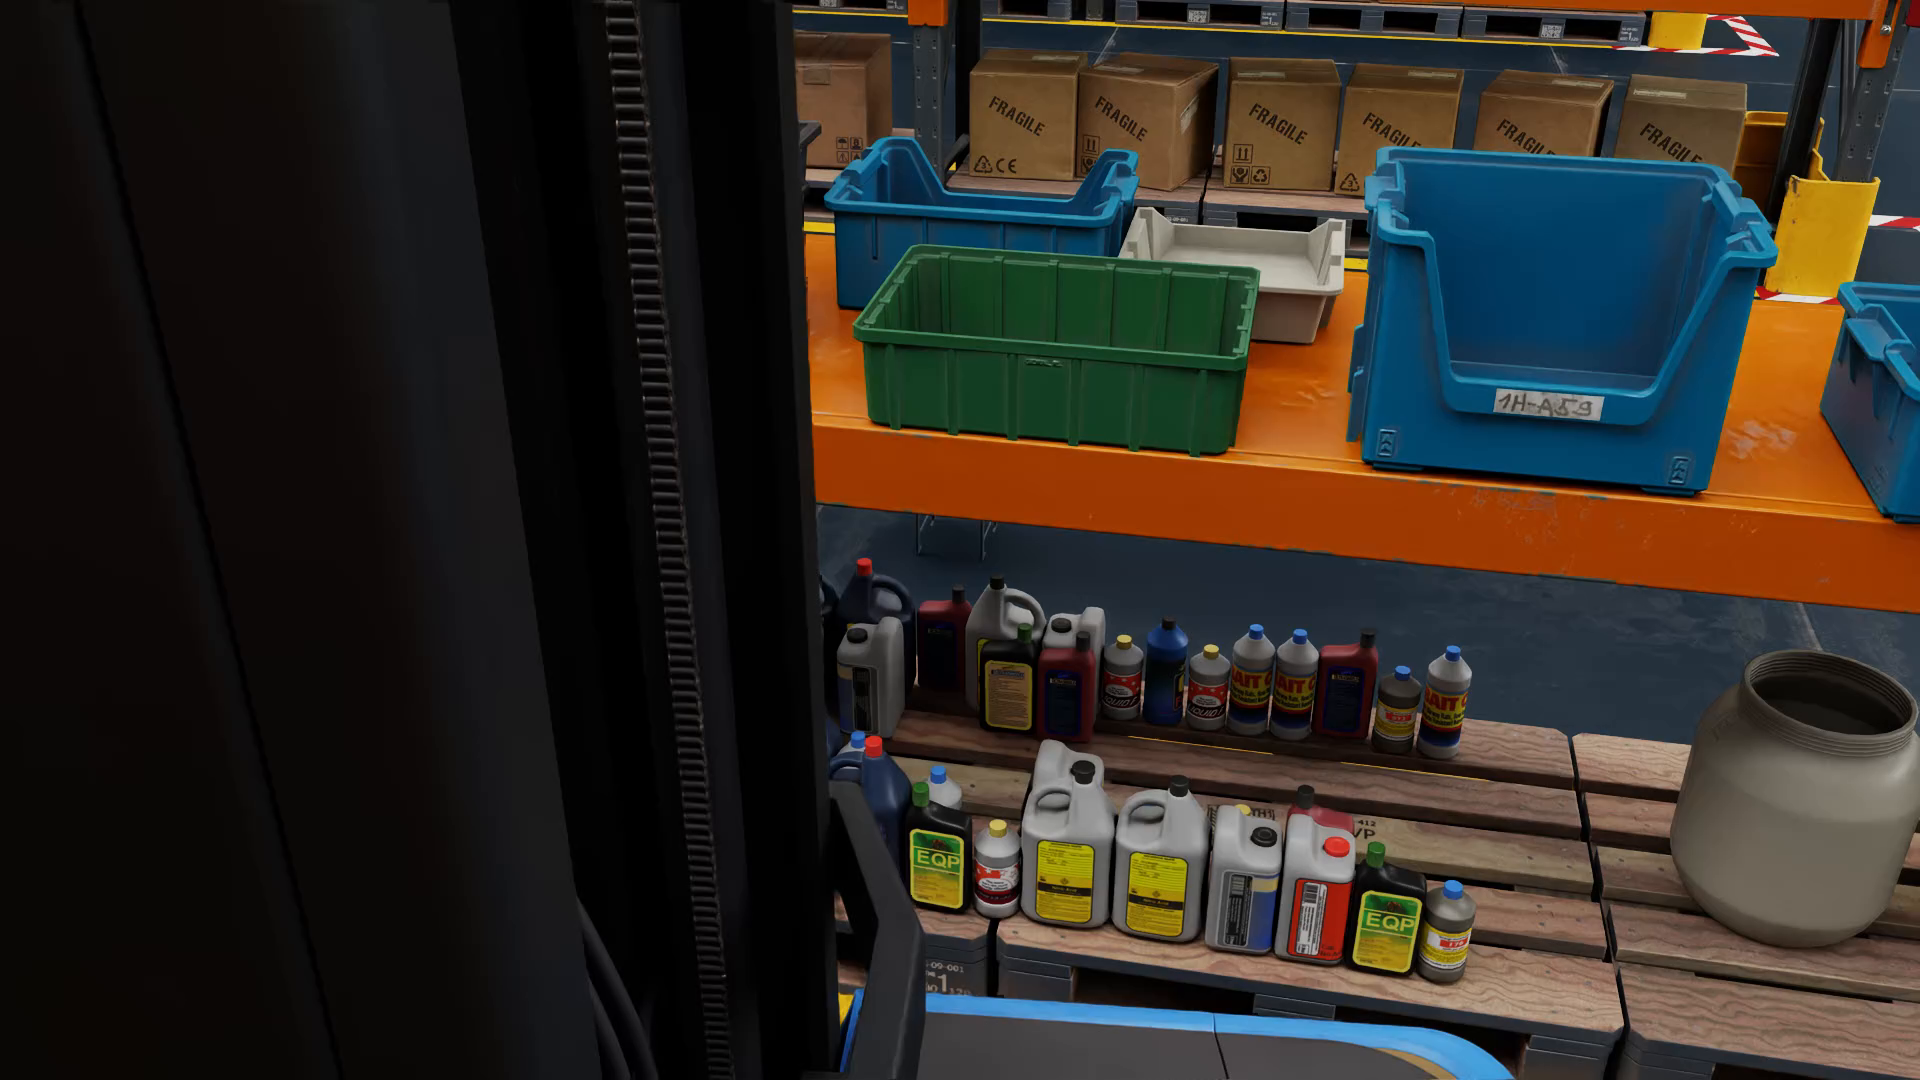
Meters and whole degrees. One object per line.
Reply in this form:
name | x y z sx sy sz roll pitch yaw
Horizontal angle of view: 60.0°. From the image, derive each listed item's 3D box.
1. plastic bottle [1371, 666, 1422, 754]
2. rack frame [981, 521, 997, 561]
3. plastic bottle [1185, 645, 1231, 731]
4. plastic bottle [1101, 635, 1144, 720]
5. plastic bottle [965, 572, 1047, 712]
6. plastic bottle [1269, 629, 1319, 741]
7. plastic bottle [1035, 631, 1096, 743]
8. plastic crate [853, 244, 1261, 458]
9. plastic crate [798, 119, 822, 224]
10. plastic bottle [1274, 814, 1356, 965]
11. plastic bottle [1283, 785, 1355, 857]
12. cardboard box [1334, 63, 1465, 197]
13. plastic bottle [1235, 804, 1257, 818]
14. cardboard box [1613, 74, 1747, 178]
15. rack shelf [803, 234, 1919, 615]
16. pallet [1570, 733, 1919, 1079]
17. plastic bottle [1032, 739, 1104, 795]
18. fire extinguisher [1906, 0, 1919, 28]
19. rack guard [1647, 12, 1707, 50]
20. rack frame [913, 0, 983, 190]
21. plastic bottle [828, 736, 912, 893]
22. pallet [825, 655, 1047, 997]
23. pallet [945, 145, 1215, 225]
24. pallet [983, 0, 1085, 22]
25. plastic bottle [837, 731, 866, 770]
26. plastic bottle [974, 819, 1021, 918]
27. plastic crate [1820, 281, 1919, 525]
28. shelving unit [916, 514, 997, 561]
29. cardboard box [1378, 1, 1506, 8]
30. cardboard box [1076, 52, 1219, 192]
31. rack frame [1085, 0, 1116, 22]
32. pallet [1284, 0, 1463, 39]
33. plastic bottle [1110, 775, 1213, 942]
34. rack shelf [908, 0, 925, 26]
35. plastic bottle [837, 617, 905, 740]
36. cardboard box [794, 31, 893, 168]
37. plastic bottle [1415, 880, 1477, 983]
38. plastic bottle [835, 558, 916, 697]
plastic bottle | 1.019 0.387 3.875 0.097 0.201 0.097 0 29 0
rack frame | 0.091 -0.385 5.017 0.006 0.900 0.240 6 29 11
plastic bottle | 0.591 0.343 3.956 0.097 0.201 0.097 0 29 0
plastic bottle | 0.390 0.322 3.993 0.097 0.201 0.097 0 29 0
plastic bottle | 0.110 0.240 3.989 0.185 0.351 0.144 6 29 10
plastic bottle | 0.786 0.332 3.902 0.097 0.271 0.097 0 29 0
plastic bottle | 0.247 0.338 3.880 0.133 0.283 0.061 6 29 11
plastic crate | 0.186 -0.348 2.983 0.662 0.188 0.450 6 29 11
plastic crate | -0.598 -0.571 3.233 0.504 0.338 0.767 6 29 11
plastic bottle | 0.700 0.676 3.269 0.135 0.276 0.152 6 29 11
plastic bottle | 0.722 0.623 3.359 0.133 0.283 0.061 6 29 11
cardboard box | 2.056 -1.909 7.778 0.500 0.500 0.500 9 30 15
plastic bottle | 0.573 0.635 3.423 0.097 0.201 0.097 0 29 0
cardboard box | 3.256 -1.793 7.567 0.500 0.500 0.500 11 31 20
rack shelf | 0.873 -0.194 3.230 4.000 0.370 1.077 6 29 11
pallet | 1.951 0.845 3.487 1.213 0.211 1.003 6 29 11
plastic bottle | 0.226 0.557 3.487 0.135 0.276 0.152 6 29 11
fire extinguisher | 3.879 -2.373 6.542 0.183 0.674 0.296 6 29 11
rack guard | 5.021 -3.855 11.771 0.348 0.500 1.175 6 29 11
rack frame | -0.049 -3.036 7.672 0.127 3.000 1.000 6 29 11
plastic bottle | -0.196 0.554 3.415 0.185 0.351 0.144 5 29 8
pallet | -0.435 0.600 3.934 1.213 0.211 1.003 6 29 11
pallet | 0.615 -1.762 8.249 1.213 0.211 1.003 6 29 11
pallet | 0.316 -4.174 12.655 1.213 0.211 1.003 6 29 11
plastic bottle | -0.213 0.527 3.546 0.097 0.271 0.097 0 29 0
plastic bottle | 0.076 0.659 3.379 0.097 0.201 0.097 0 29 0
plastic crate | 1.643 -0.221 2.685 0.408 0.251 0.499 6 29 11
shelving unit | -0.008 -0.396 5.035 0.210 0.900 0.258 6 29 11
cardboard box | 3.460 -4.331 11.812 0.875 0.875 0.875 5 29 10
cardboard box | 0.896 -2.011 7.965 0.500 0.500 0.500 16 32 26
rack frame | 1.086 -5.355 11.908 0.127 3.000 1.000 6 29 11
pallet | 3.010 -3.898 12.150 1.213 0.211 1.003 6 29 11
plastic bottle | 0.402 0.615 3.303 0.185 0.351 0.144 7 29 13
rack shelf | -2.005 -2.921 8.211 4.000 0.370 1.077 6 29 11
plastic bottle | -0.212 0.312 3.934 0.135 0.276 0.152 6 29 11
cardboard box | -0.645 -2.204 8.298 0.500 0.500 0.700 4 29 7
plastic bottle | 0.941 0.747 3.217 0.097 0.201 0.097 0 29 0
plastic bottle | -0.205 0.207 4.048 0.185 0.351 0.144 4 29 8
